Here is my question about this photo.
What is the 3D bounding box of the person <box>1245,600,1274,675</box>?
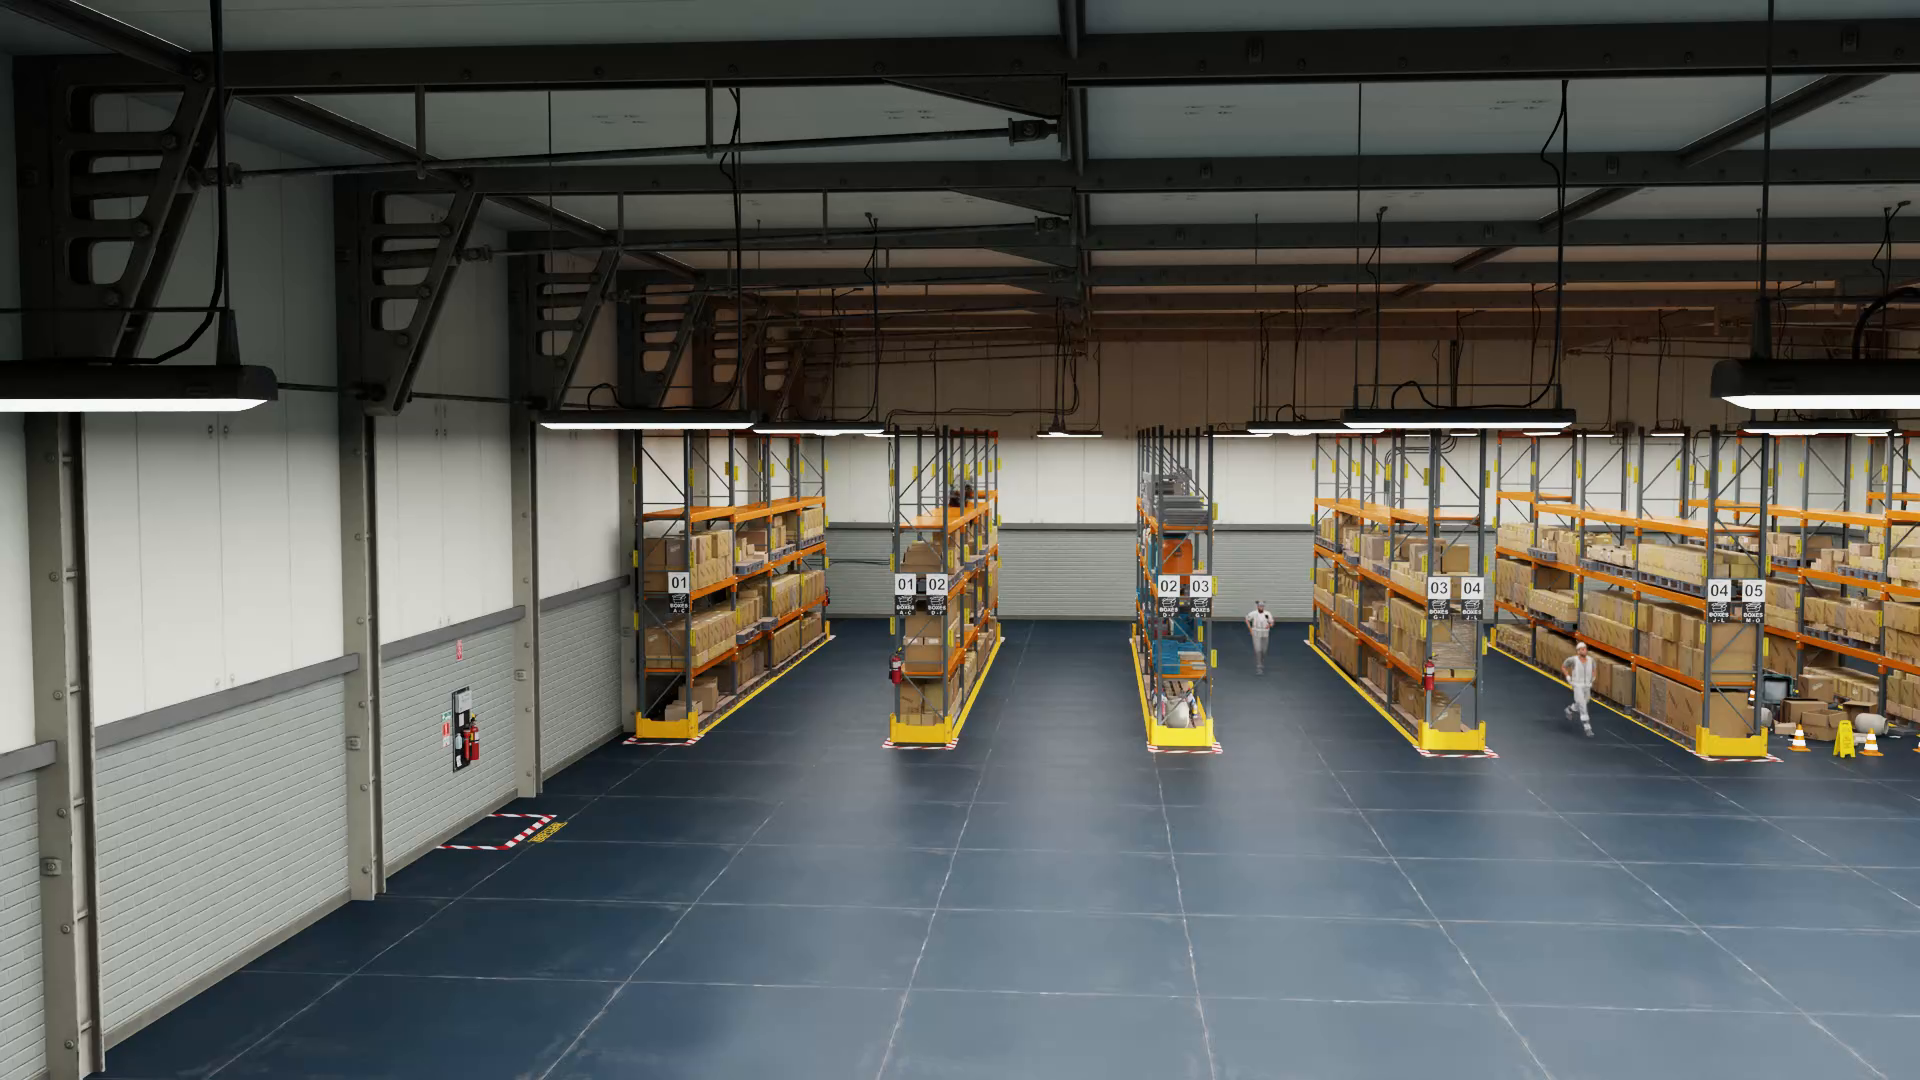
[{"bbox_3d":[7.390,2.363,40.884,0.666,1.814,0.836,0,3,-4],"label":"person"}]

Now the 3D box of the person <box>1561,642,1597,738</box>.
[{"bbox_3d":[12.148,2.885,32.489,0.624,1.785,1.146,-1,4,-13],"label":"person"}]

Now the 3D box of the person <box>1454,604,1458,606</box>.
[{"bbox_3d":[13.679,2.116,46.703,1.051,1.550,0.648,-2,4,-29],"label":"person"}]
